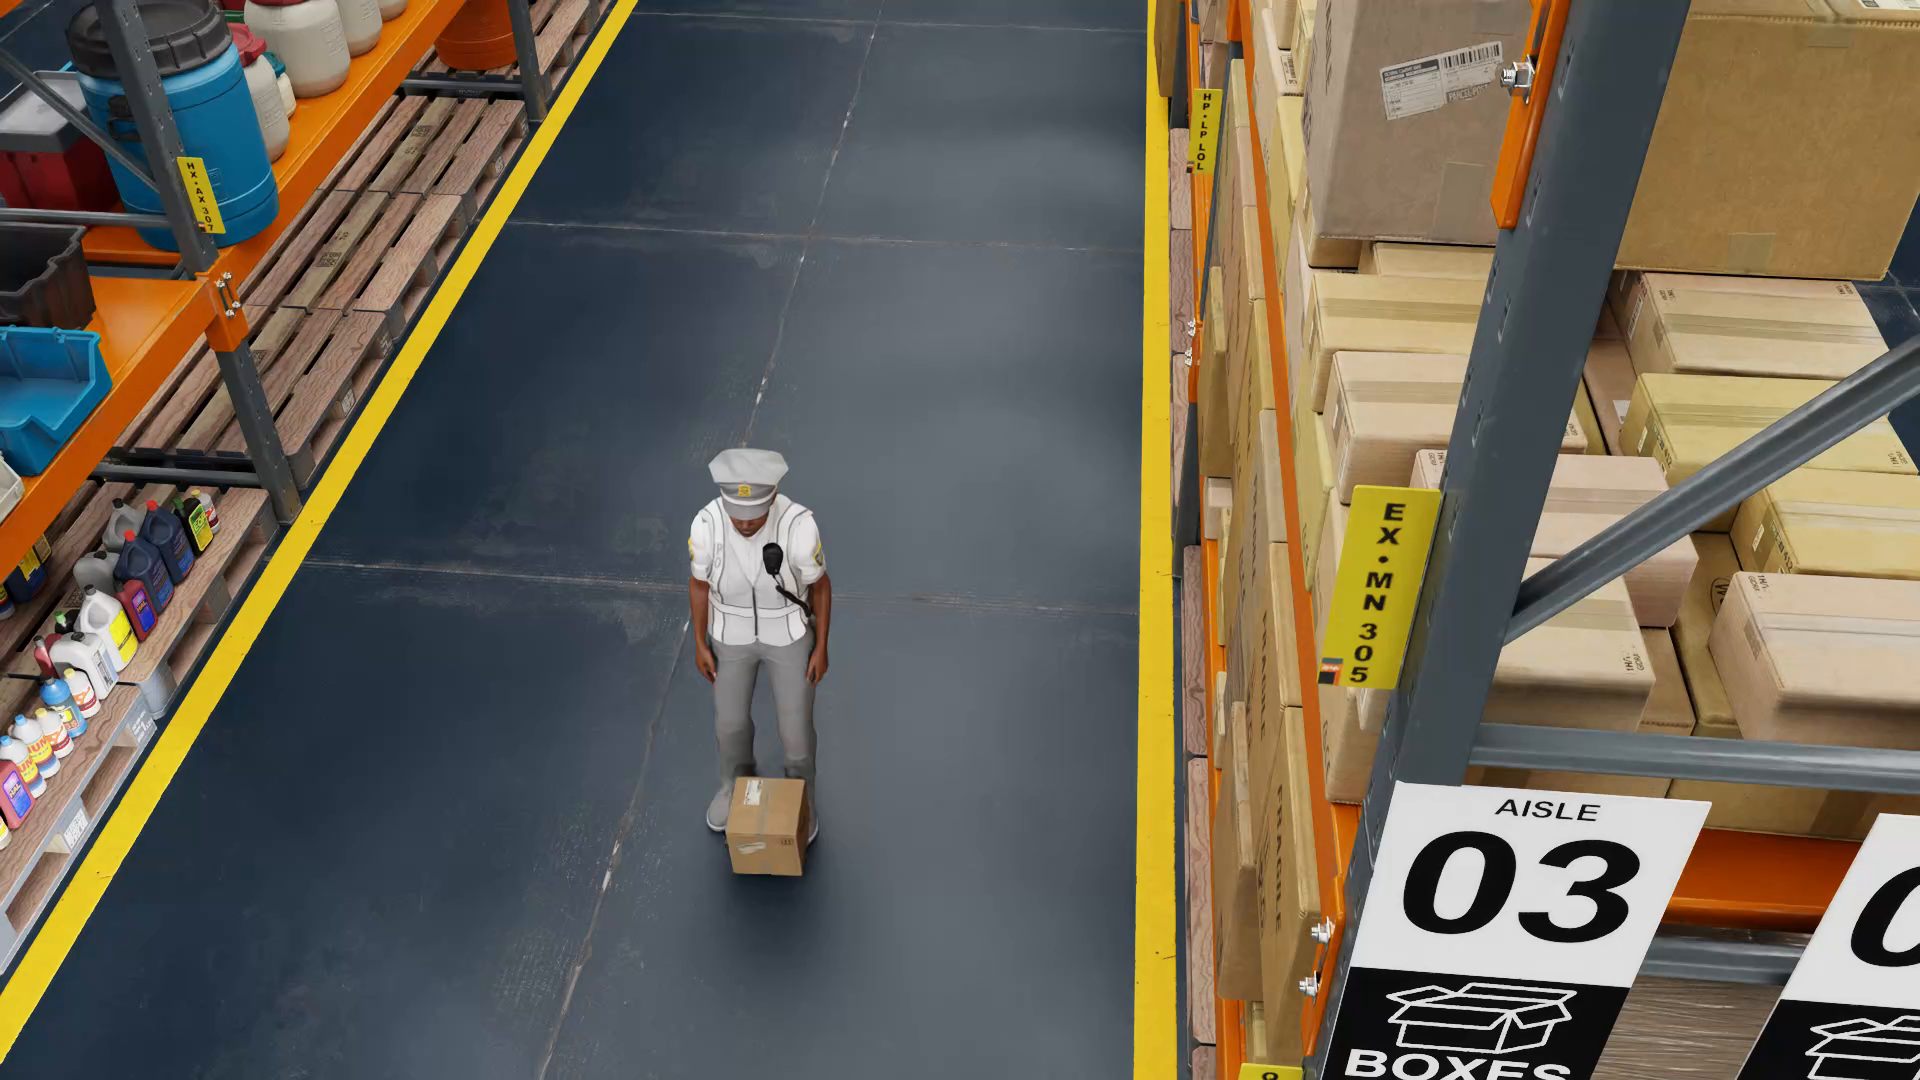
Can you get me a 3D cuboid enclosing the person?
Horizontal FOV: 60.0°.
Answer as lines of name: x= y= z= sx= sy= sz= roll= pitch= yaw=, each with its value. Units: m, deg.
person: x=-0.689 y=0.361 z=5.730 sx=0.503 sy=1.661 sz=0.424 roll=2 pitch=40 yaw=2
